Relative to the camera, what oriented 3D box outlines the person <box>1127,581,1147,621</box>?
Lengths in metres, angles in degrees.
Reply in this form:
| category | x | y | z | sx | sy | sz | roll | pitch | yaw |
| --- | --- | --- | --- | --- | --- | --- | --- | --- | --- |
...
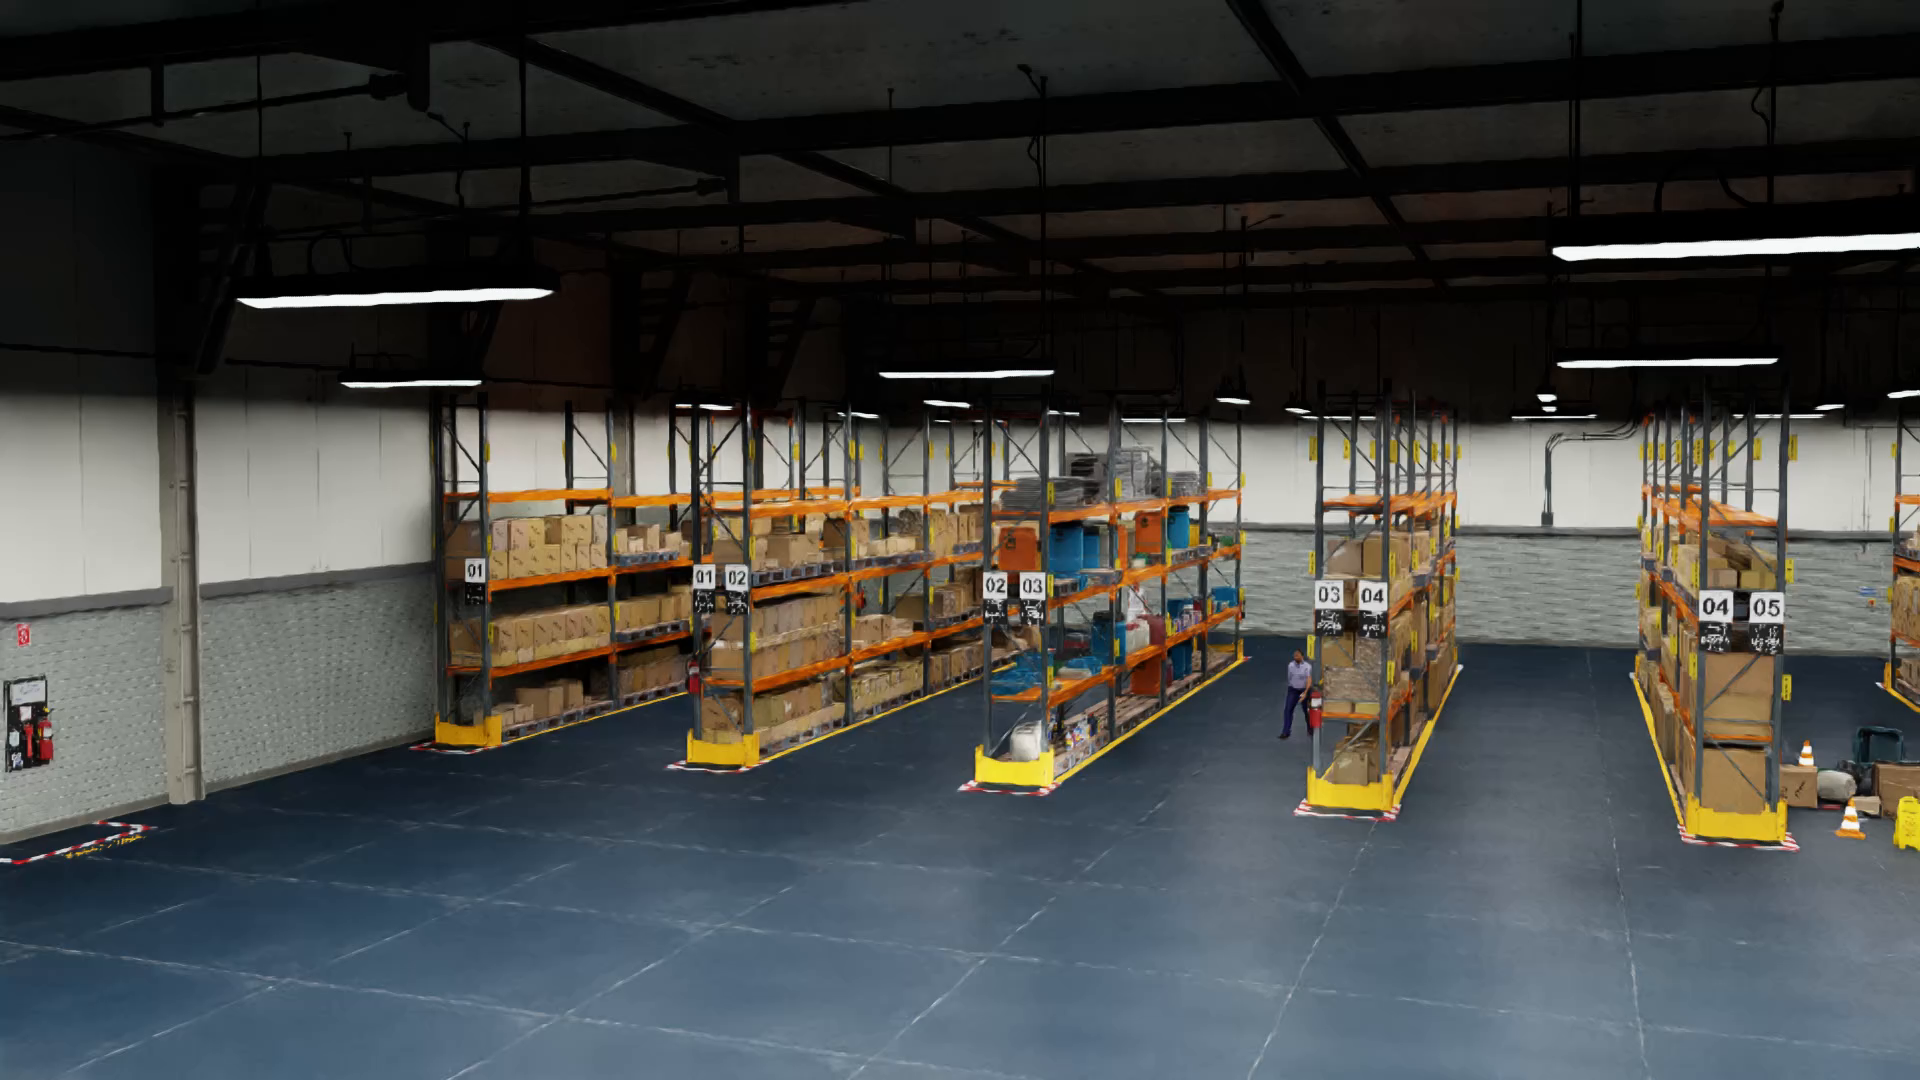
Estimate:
| category | x | y | z | sx | sy | sz | roll | pitch | yaw |
| --- | --- | --- | --- | --- | --- | --- | --- | --- | --- |
| person | 4.594 | 1.829 | 43.299 | 0.550 | 1.709 | 1.128 | 1 | 3 | 17 |

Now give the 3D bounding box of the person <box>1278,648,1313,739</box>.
| category | x | y | z | sx | sy | sz | roll | pitch | yaw |
| --- | --- | --- | --- | --- | --- | --- | --- | --- | --- |
| person | 5.916 | 2.656 | 28.956 | 0.478 | 1.579 | 1.004 | 2 | 3 | 30 |
